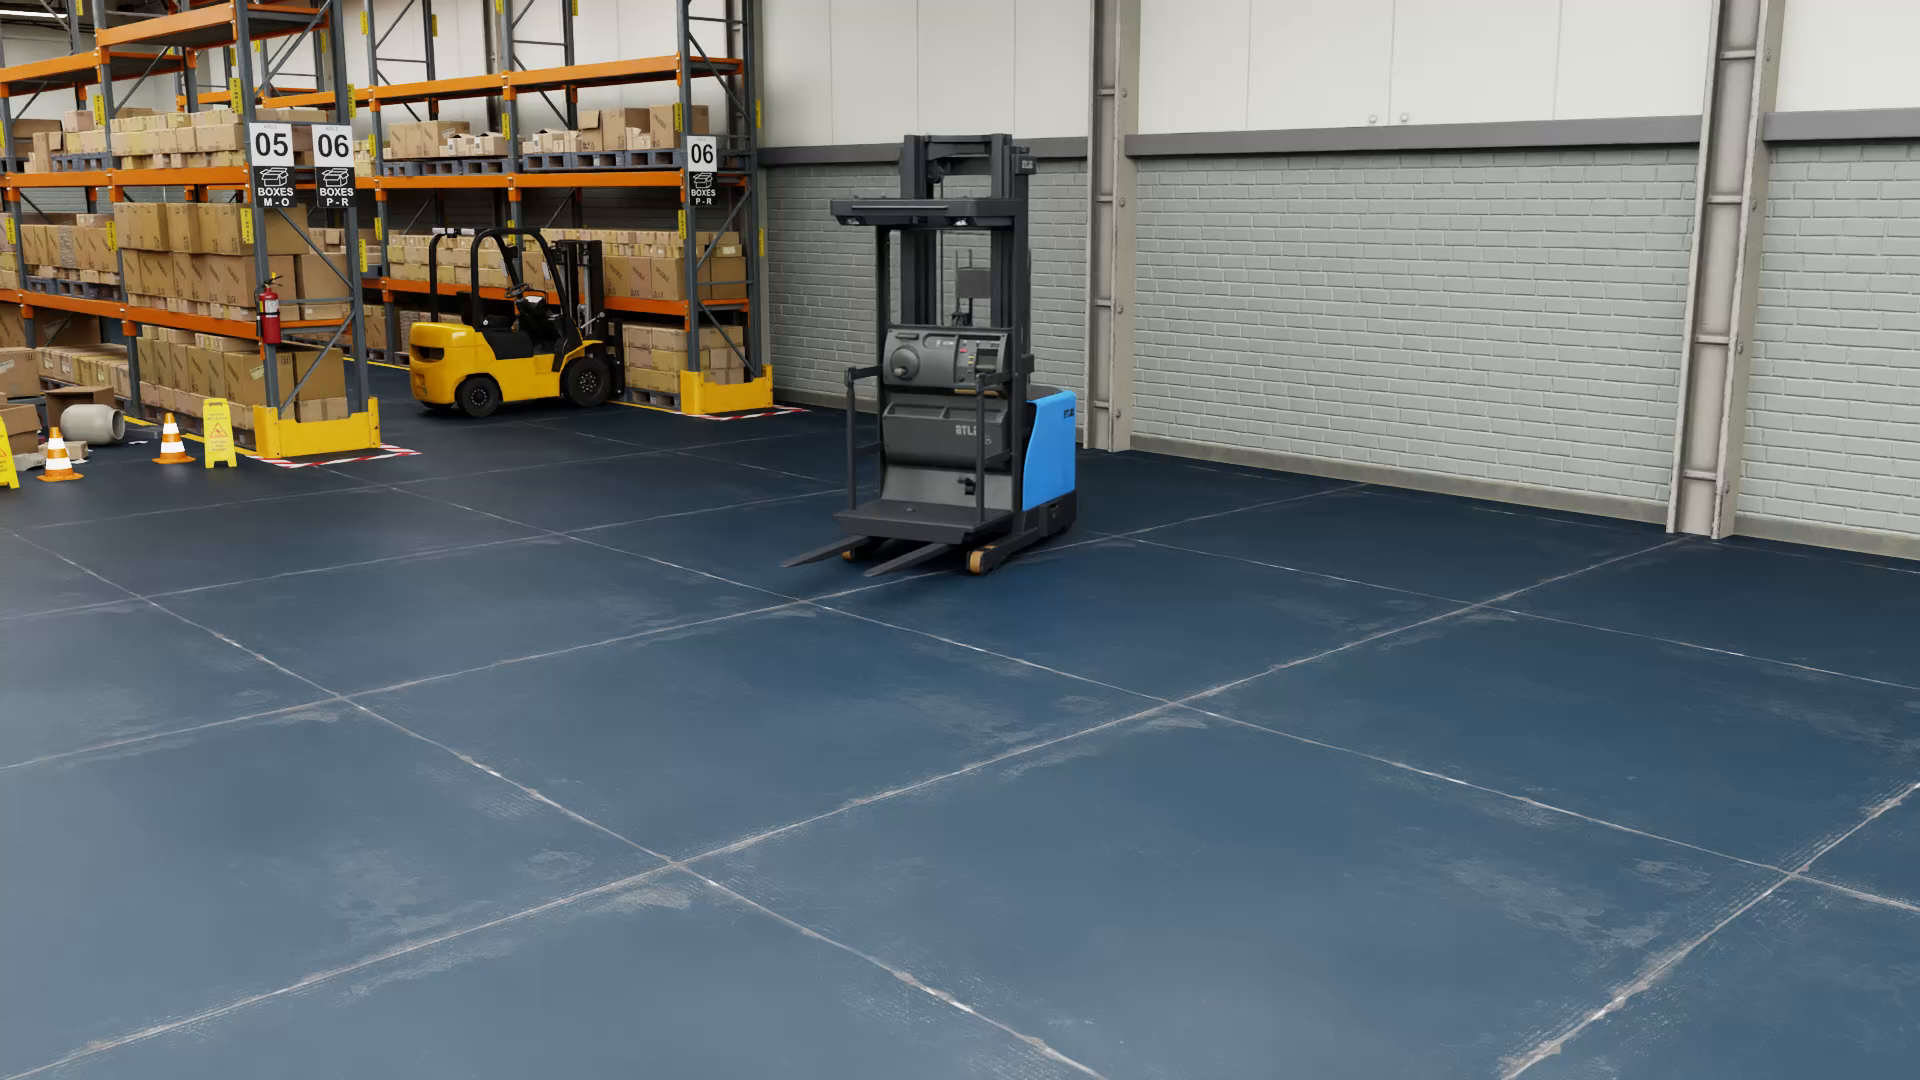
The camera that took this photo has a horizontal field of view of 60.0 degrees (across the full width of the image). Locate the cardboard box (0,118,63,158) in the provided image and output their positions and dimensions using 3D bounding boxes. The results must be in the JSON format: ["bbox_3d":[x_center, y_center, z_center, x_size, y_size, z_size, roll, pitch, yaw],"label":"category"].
[{"bbox_3d":[-12.297,-5.283,21.891,0.637,0.503,0.797,11,16,42],"label":"cardboard box"}]

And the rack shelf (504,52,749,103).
[{"bbox_3d":[-4.196,-5.730,20.698,1.077,0.370,4.000,-11,16,-43],"label":"rack shelf"}]

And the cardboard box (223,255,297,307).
[{"bbox_3d":[-6.977,-2.592,16.572,0.500,0.500,0.500,-11,16,-44],"label":"cardboard box"}]

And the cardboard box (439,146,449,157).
[{"bbox_3d":[-7.089,-5.464,23.398,0.380,0.149,0.250,-11,16,-43],"label":"cardboard box"}]

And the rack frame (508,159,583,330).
[{"bbox_3d":[-5.577,-3.632,22.608,1.000,3.000,0.127,-11,16,-43],"label":"rack frame"}]

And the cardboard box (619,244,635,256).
[{"bbox_3d":[-3.972,-3.576,20.481,0.250,0.149,0.380,11,16,43],"label":"cardboard box"}]

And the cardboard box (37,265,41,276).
[{"bbox_3d":[-11.666,-3.487,21.485,0.250,0.149,0.380,11,16,42],"label":"cardboard box"}]

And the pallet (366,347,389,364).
[{"bbox_3d":[-8.828,-2.964,26.277,1.003,0.211,1.213,-11,16,-43],"label":"pallet"}]

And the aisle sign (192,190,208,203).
[{"bbox_3d":[-14.124,-6.626,30.695,0.394,0.787,0.004,-11,16,-43],"label":"aisle sign"}]

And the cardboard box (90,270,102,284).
[{"bbox_3d":[-10.093,-3.133,19.765,0.380,0.149,0.250,-11,16,-43],"label":"cardboard box"}]

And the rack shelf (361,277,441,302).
[{"bbox_3d":[-9.721,-4.155,26.930,1.077,0.370,4.000,-11,16,-43],"label":"rack shelf"}]

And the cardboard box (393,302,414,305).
[{"bbox_3d":[-8.868,-3.702,26.494,0.380,0.149,0.250,-11,16,-42],"label":"cardboard box"}]

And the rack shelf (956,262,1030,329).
[{"bbox_3d":[0.264,-1.910,13.073,0.480,0.518,0.431,4,12,17],"label":"rack shelf"}]

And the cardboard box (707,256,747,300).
[{"bbox_3d":[-2.956,-3.208,20.303,0.500,0.500,0.500,-10,15,-41],"label":"cardboard box"}]

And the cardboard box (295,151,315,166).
[{"bbox_3d":[-6.397,-3.796,16.591,0.380,0.149,0.250,-11,16,-42],"label":"cardboard box"}]

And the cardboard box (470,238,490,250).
[{"bbox_3d":[-6.574,-4.116,23.100,0.250,0.149,0.380,11,16,43],"label":"cardboard box"}]

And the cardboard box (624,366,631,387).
[{"bbox_3d":[-4.044,-2.080,20.847,0.500,0.250,0.500,-11,16,-42],"label":"cardboard box"}]

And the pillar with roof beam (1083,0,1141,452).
[{"bbox_3d":[-1.614,-4.738,13.109,9.100,9.000,0.400,-11,16,-43],"label":"pillar with roof beam"}]

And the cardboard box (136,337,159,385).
[{"bbox_3d":[-8.953,-2.042,18.806,0.500,0.500,0.500,-10,15,-40],"label":"cardboard box"}]

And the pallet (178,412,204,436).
[{"bbox_3d":[-7.829,-1.303,18.213,1.003,0.211,1.213,-11,16,-43],"label":"pallet"}]

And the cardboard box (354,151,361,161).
[{"bbox_3d":[-9.087,-5.908,25.602,0.380,0.149,0.250,-10,16,-41],"label":"cardboard box"}]

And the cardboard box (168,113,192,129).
[{"bbox_3d":[-7.933,-4.320,17.160,0.380,0.149,0.250,-10,16,-41],"label":"cardboard box"}]

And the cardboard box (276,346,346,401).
[{"bbox_3d":[-6.776,-1.742,17.348,0.500,0.500,0.500,11,16,43],"label":"cardboard box"}]

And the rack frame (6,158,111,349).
[{"bbox_3d":[-11.927,-3.524,22.081,1.000,3.000,0.127,-11,16,-43],"label":"rack frame"}]

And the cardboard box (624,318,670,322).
[{"bbox_3d":[-4.044,-2.716,21.457,0.500,0.250,0.500,-11,16,-44],"label":"cardboard box"}]

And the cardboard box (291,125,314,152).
[{"bbox_3d":[-6.557,-4.008,16.633,0.500,0.250,0.500,-11,16,-44],"label":"cardboard box"}]

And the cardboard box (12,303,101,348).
[{"bbox_3d":[-12.344,-2.801,22.799,0.875,0.875,0.875,-11,16,-43],"label":"cardboard box"}]

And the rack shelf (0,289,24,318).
[{"bbox_3d":[-13.308,-3.463,23.570,1.077,0.370,4.000,-11,16,-43],"label":"rack shelf"}]

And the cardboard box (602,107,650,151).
[{"bbox_3d":[-3.932,-5.015,20.351,0.700,0.500,0.500,-11,16,-42],"label":"cardboard box"}]

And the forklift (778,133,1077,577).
[{"bbox_3d":[-0.196,-1.300,11.460,1.130,2.935,3.031,6,13,25],"label":"forklift"}]

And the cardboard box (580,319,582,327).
[{"bbox_3d":[-4.773,-2.719,21.473,0.500,0.250,0.500,-10,15,-41],"label":"cardboard box"}]

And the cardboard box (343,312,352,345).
[{"bbox_3d":[-9.489,-3.380,26.536,0.500,0.500,0.500,-10,15,-40],"label":"cardboard box"}]

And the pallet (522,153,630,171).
[{"bbox_3d":[-4.970,-4.937,21.727,1.003,0.211,1.213,-11,16,-43],"label":"pallet"}]

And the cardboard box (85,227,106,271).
[{"bbox_3d":[-9.993,-3.448,19.688,0.500,0.500,0.500,-11,16,-42],"label":"cardboard box"}]

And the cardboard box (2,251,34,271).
[{"bbox_3d":[-12.445,-3.730,22.217,0.500,0.250,0.500,-11,16,-43],"label":"cardboard box"}]

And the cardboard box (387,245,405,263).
[{"bbox_3d":[-8.228,-4.285,24.909,0.500,0.250,0.500,-11,16,-43],"label":"cardboard box"}]

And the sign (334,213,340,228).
[{"bbox_3d":[-10.703,-5.445,28.536,0.100,0.325,0.005,-11,16,-43],"label":"sign"}]

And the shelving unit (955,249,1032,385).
[{"bbox_3d":[0.262,-1.238,13.209,0.503,2.100,0.431,4,12,17],"label":"shelving unit"}]

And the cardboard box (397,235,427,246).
[{"bbox_3d":[-8.147,-4.456,24.752,0.380,0.149,0.250,-10,16,-41],"label":"cardboard box"}]

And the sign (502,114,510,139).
[{"bbox_3d":[-5.963,-5.432,21.847,0.100,0.325,0.005,-11,16,-43],"label":"sign"}]

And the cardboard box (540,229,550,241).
[{"bbox_3d":[-5.313,-4.034,21.963,0.380,0.149,0.250,-11,16,-42],"label":"cardboard box"}]

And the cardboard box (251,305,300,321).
[{"bbox_3d":[-6.815,-2.258,16.560,0.380,0.149,0.250,-10,15,-41],"label":"cardboard box"}]

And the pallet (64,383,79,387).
[{"bbox_3d":[-10.550,-1.866,20.944,1.003,0.211,1.213,-11,16,-43],"label":"pallet"}]

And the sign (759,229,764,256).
[{"bbox_3d":[-2.410,-3.588,20.050,0.100,0.325,0.005,-11,16,-43],"label":"sign"}]

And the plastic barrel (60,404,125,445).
[{"bbox_3d":[-8.924,-1.185,17.113,0.512,0.421,0.421,-1,12,-4],"label":"plastic barrel"}]

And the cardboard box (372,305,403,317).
[{"bbox_3d":[-8.864,-3.552,25.764,0.250,0.149,0.380,11,16,42],"label":"cardboard box"}]

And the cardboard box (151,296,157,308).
[{"bbox_3d":[-8.762,-2.662,18.521,0.380,0.149,0.250,-11,16,-43],"label":"cardboard box"}]

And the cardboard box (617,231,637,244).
[{"bbox_3d":[-3.986,-3.719,20.437,0.380,0.149,0.250,-10,16,-41],"label":"cardboard box"}]

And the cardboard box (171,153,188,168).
[{"bbox_3d":[-7.944,-3.933,17.258,0.380,0.149,0.250,-11,16,-43],"label":"cardboard box"}]

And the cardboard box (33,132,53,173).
[{"bbox_3d":[-11.280,-4.902,21.090,0.700,0.500,0.500,-11,16,-43],"label":"cardboard box"}]

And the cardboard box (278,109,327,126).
[{"bbox_3d":[-6.500,-4.173,16.446,0.380,0.149,0.250,-11,16,-43],"label":"cardboard box"}]

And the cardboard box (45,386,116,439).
[{"bbox_3d":[-9.409,-1.371,17.820,0.500,0.500,0.500,-1,12,-4],"label":"cardboard box"}]

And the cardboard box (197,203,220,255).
[{"bbox_3d":[-7.257,-3.160,16.851,0.700,0.500,0.500,-11,16,-42],"label":"cardboard box"}]

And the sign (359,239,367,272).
[{"bbox_3d":[-6.010,-2.856,16.694,0.100,0.325,0.005,-11,16,-43],"label":"sign"}]
